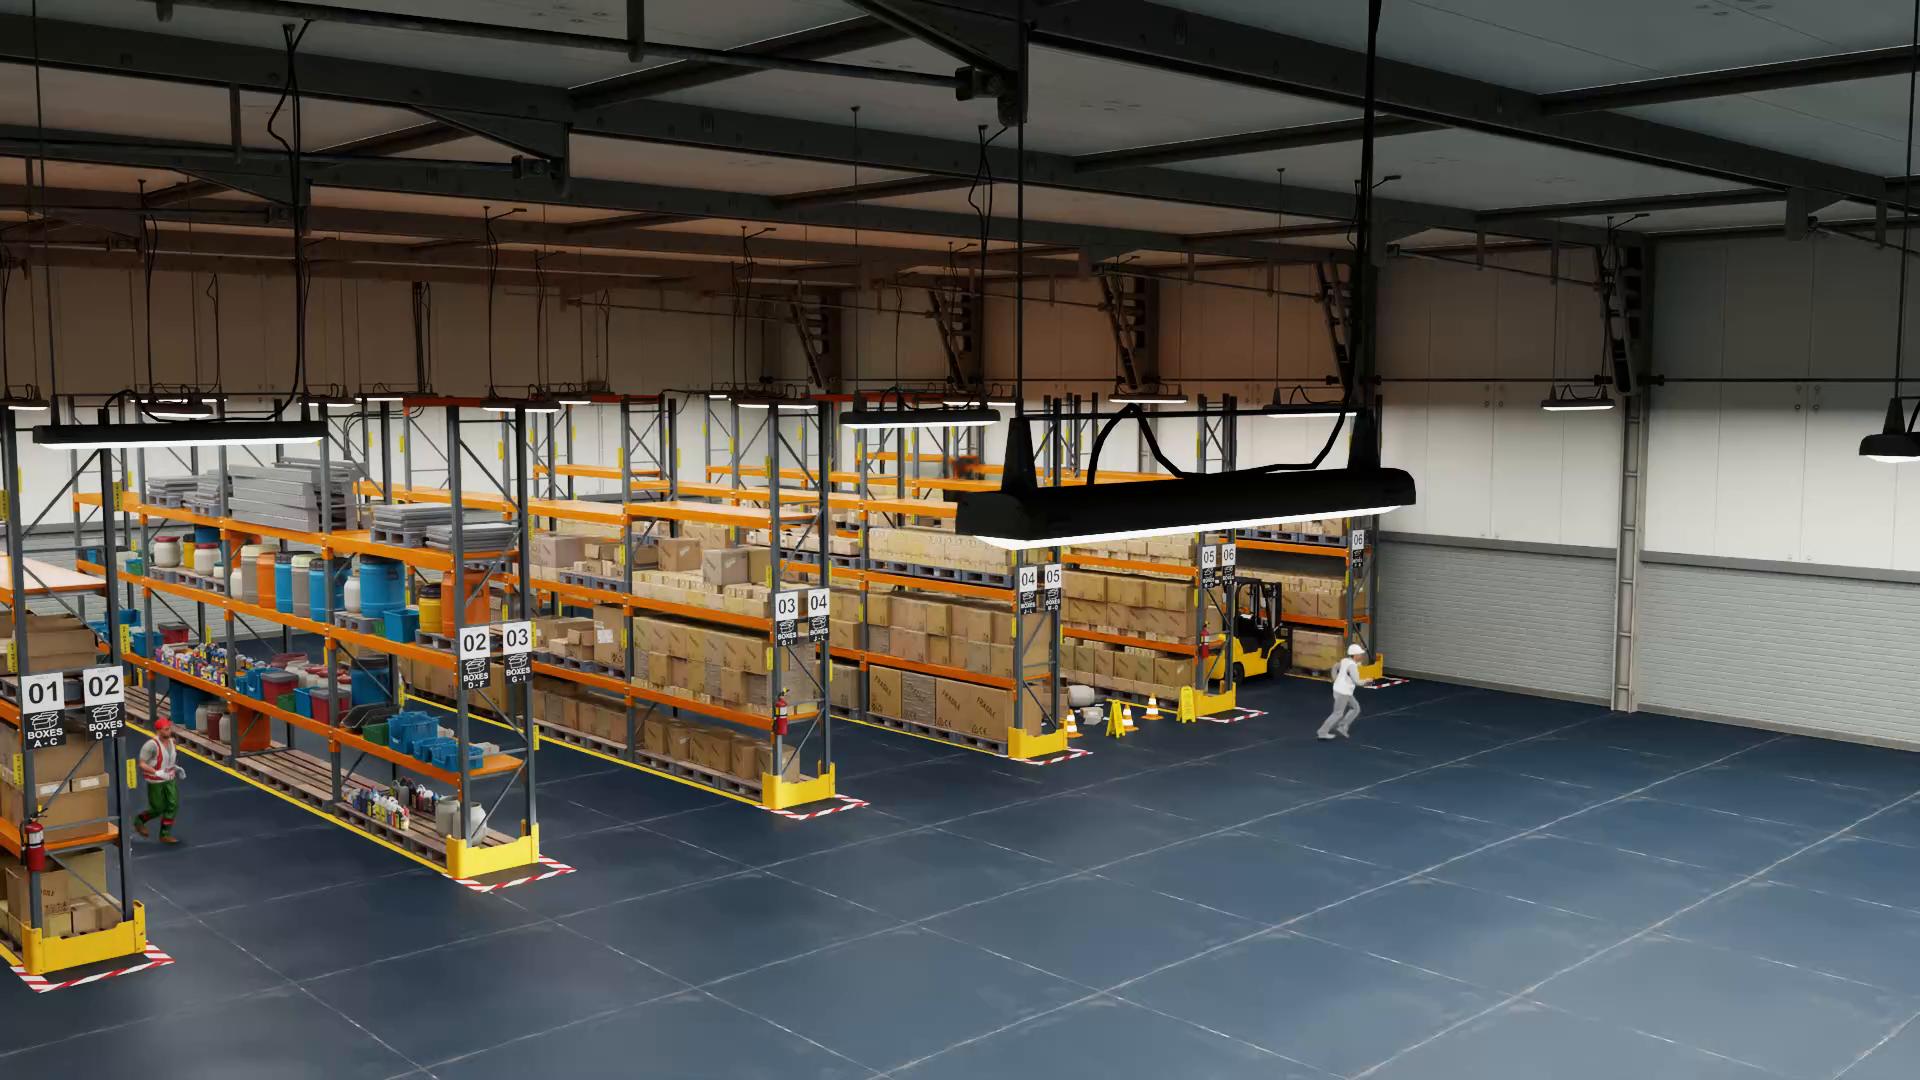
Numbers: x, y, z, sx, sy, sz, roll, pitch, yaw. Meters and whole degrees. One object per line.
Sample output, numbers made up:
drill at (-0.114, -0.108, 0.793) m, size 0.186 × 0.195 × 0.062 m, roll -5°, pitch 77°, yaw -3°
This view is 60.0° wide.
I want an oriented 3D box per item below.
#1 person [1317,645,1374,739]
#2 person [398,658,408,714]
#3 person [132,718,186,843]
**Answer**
person at (6.757, 2.672, 29.142) m, size 0.961 × 1.710 × 0.651 m, roll 1°, pitch 6°, yaw 6°
person at (-9.580, 2.769, 27.971) m, size 0.943 × 1.625 × 0.558 m, roll 3°, pitch 6°, yaw 27°
person at (-10.990, 3.282, 22.742) m, size 0.790 × 1.737 × 0.651 m, roll 2°, pitch 6°, yaw 24°
